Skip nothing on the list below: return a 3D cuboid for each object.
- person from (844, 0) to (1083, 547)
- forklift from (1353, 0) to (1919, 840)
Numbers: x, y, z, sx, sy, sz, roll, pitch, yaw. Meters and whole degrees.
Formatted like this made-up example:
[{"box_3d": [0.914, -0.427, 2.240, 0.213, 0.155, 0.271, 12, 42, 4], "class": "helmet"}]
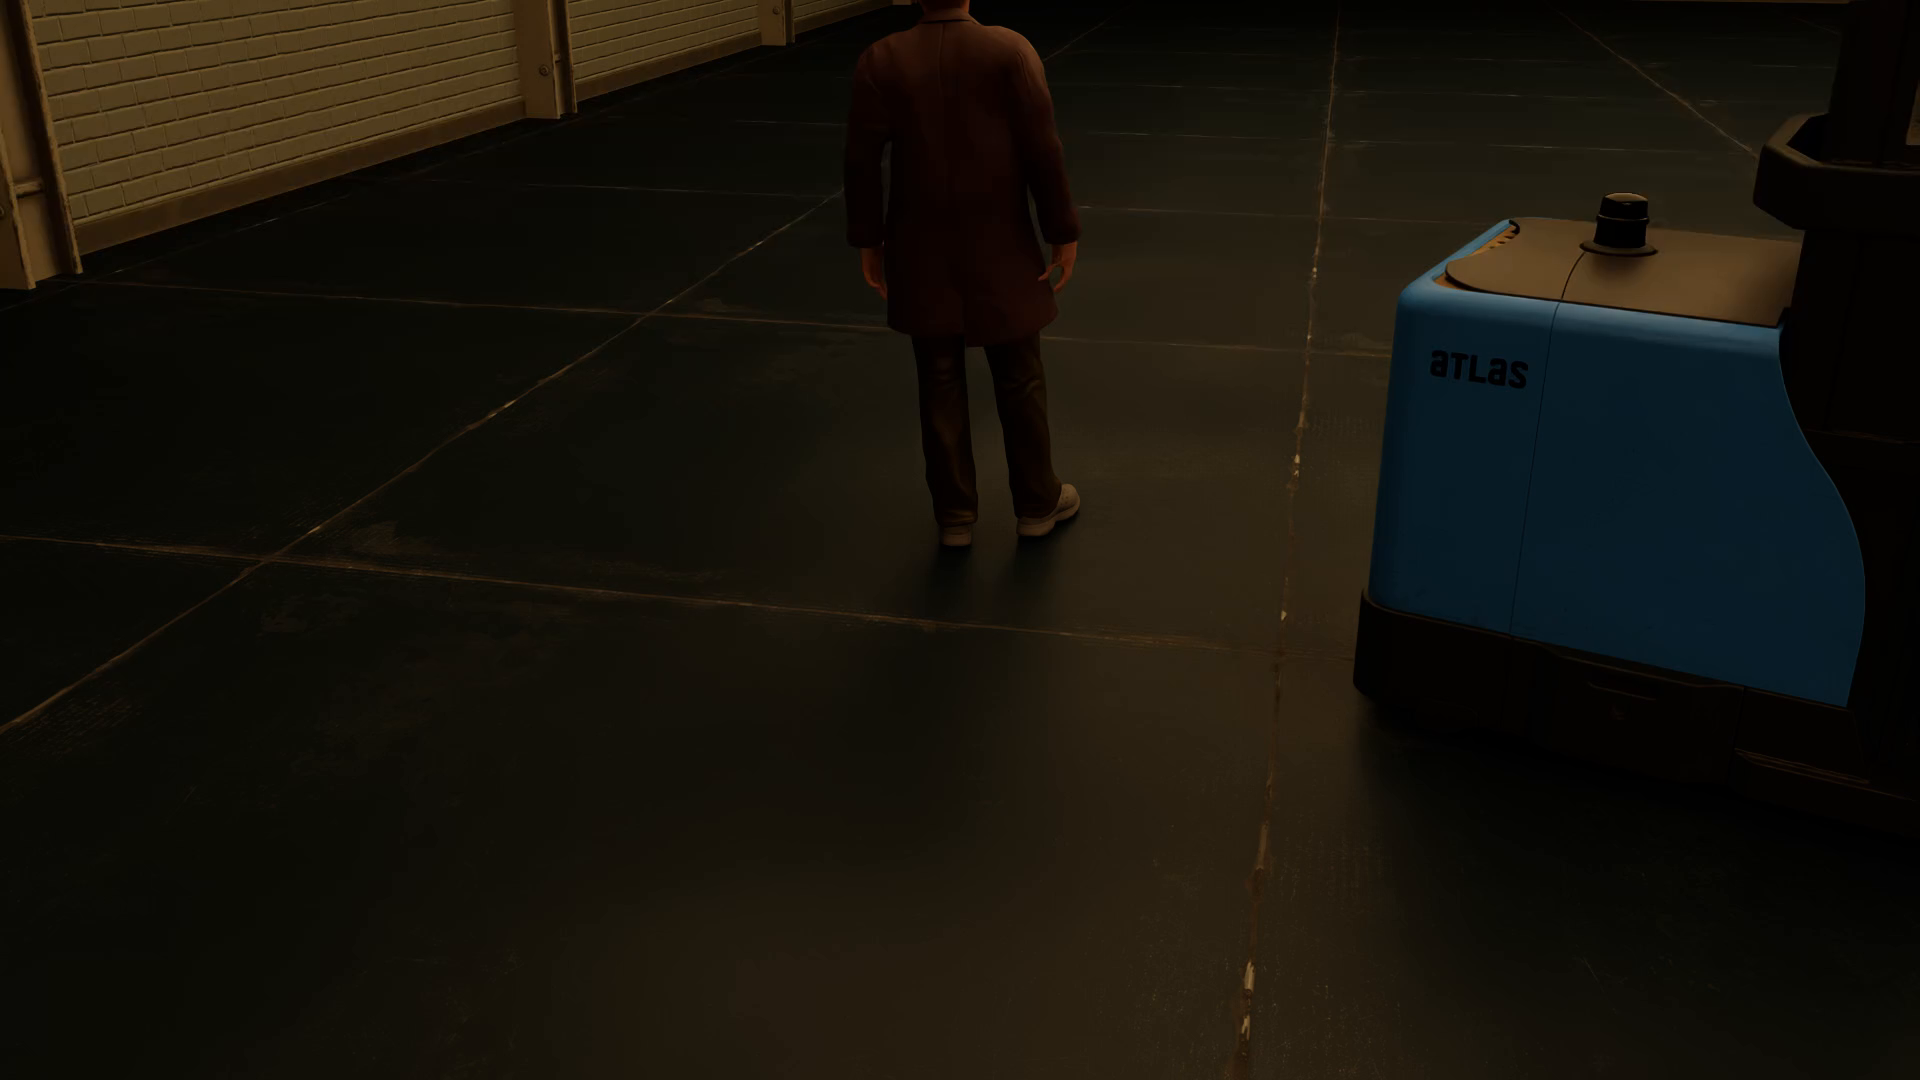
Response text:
[{"box_3d": [0.023, -0.864, 4.893, 0.698, 1.778, 0.579, 5, 23, 11], "class": "person"}, {"box_3d": [2.497, -0.797, 3.222, 3.031, 2.935, 1.130, 13, 25, 28], "class": "forklift"}]
